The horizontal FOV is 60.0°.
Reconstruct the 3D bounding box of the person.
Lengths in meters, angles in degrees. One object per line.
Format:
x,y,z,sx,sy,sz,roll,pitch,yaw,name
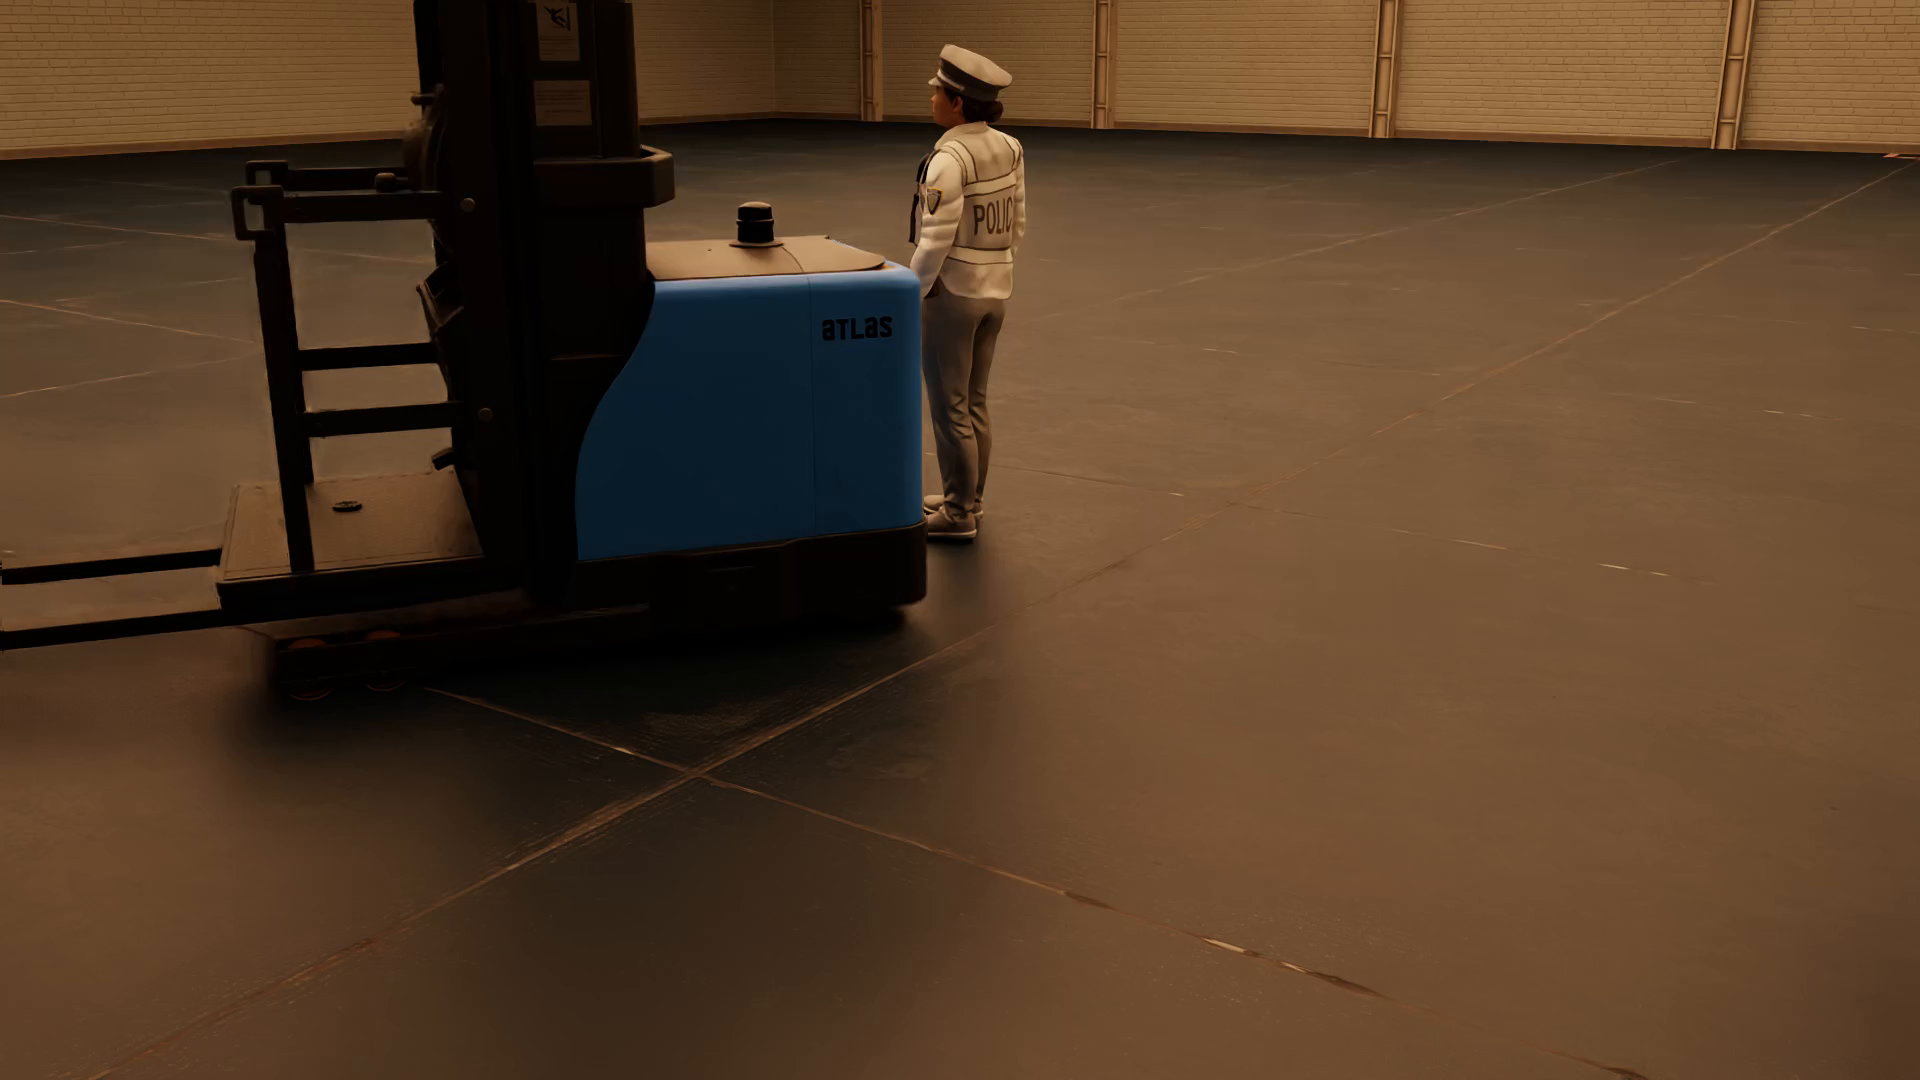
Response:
-0.053,-0.832,5.747,0.530,1.694,0.586,11,20,33,person

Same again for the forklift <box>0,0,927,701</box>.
-1.675,-1.140,4.644,3.031,2.935,1.130,-6,18,-20,forklift
